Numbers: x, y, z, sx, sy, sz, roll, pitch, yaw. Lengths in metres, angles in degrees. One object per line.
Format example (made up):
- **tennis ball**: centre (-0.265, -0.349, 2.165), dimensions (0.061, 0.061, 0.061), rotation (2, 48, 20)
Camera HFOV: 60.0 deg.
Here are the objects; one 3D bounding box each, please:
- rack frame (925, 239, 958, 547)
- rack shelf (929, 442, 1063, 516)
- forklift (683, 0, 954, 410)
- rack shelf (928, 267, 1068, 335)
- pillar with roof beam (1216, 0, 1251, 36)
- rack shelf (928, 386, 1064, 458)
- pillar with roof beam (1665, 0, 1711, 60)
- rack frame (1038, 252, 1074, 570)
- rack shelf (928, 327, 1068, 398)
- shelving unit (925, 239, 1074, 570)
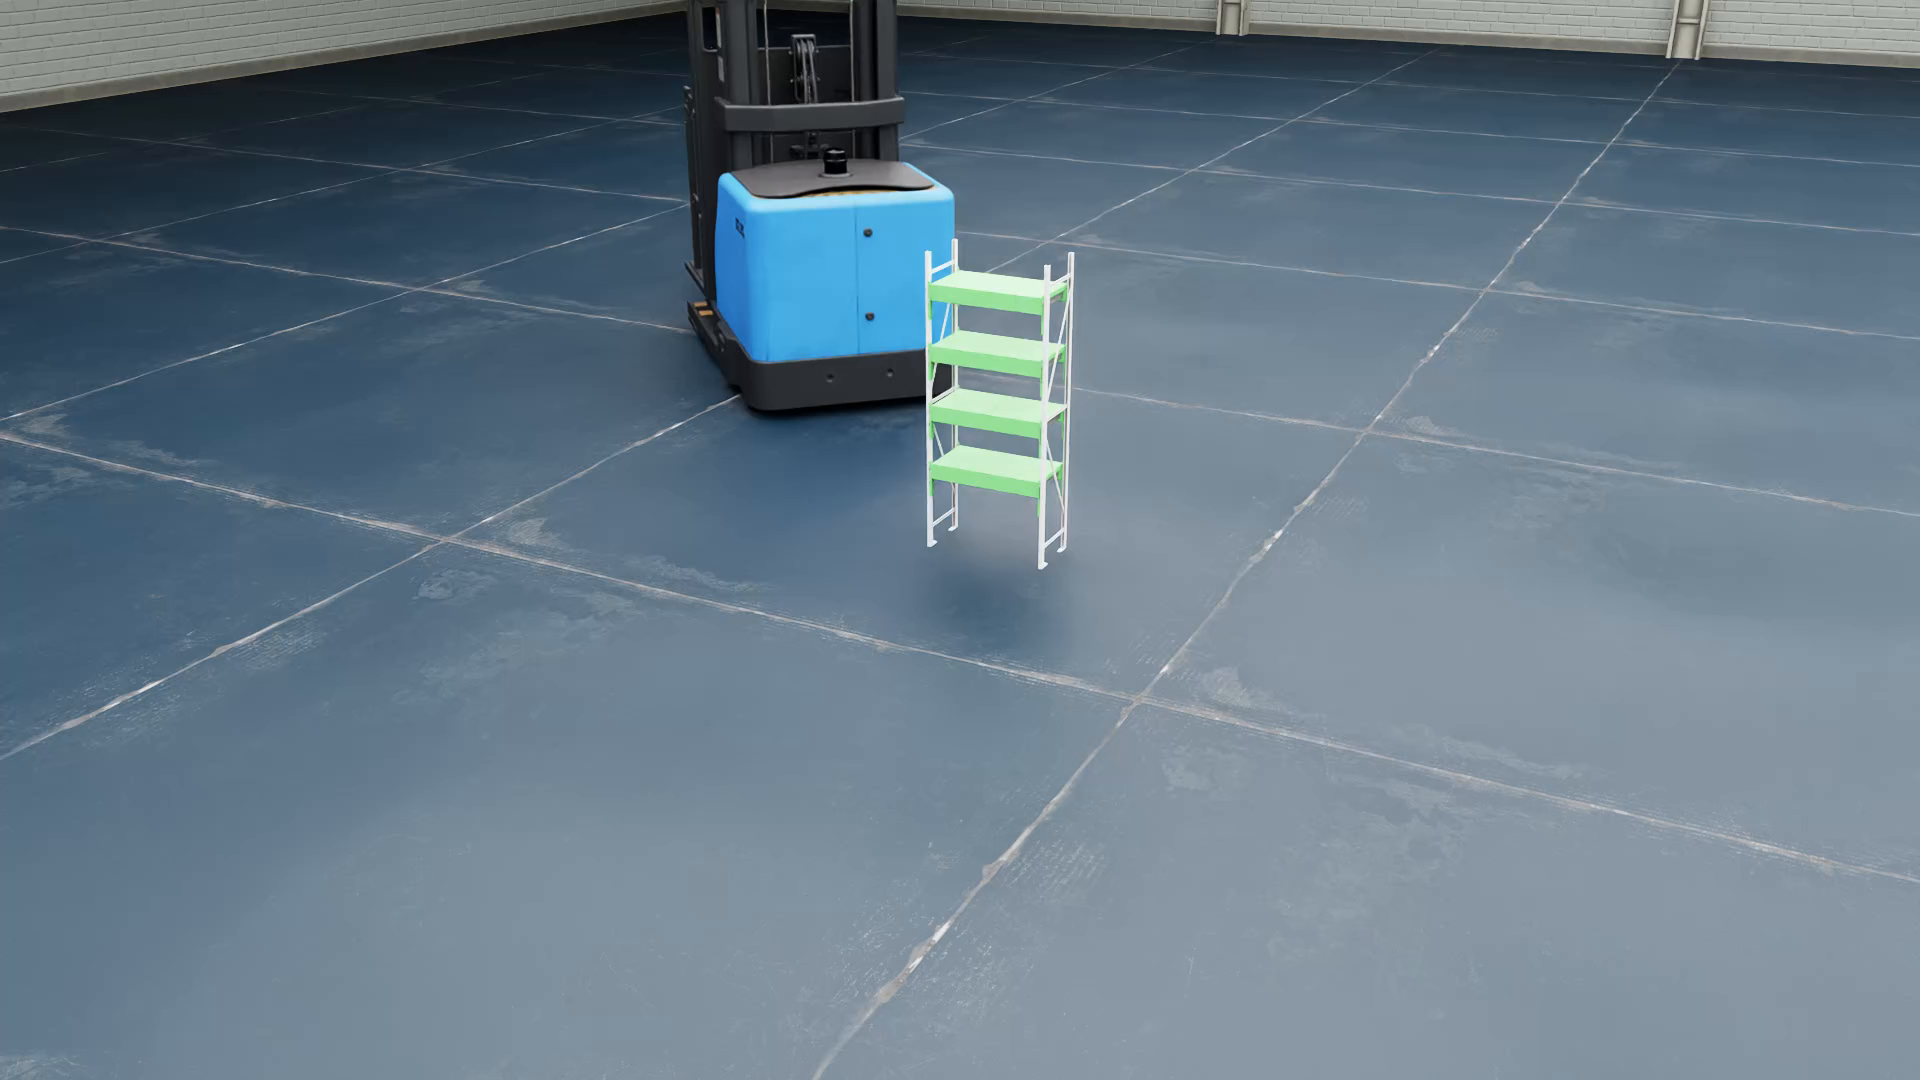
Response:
- **rack frame**: centre (-0.070, -0.566, 6.548), dimensions (0.015, 1.200, 0.240), rotation (11, 25, 25)
- **rack shelf**: centre (0.148, -0.243, 6.565), dimensions (0.480, 0.148, 0.258), rotation (11, 25, 25)
- **forklift**: centre (-0.938, -2.524, 8.941), dimensions (1.130, 2.935, 3.031), rotation (-7, 24, -16)
- **rack shelf**: centre (0.148, -0.906, 6.284), dimensions (0.480, 0.148, 0.258), rotation (11, 25, 25)
- **pillar with roof beam**: centre (1.949, -9.866, 18.451), dimensions (0.400, 9.000, 9.100), rotation (11, 25, 25)
- **rack shelf**: centre (0.148, -0.464, 6.471), dimensions (0.480, 0.148, 0.258), rotation (11, 25, 25)
- **pillar with roof beam**: centre (7.303, -8.807, 15.960), dimensions (0.400, 9.000, 9.100), rotation (11, 25, 25)
- **rack frame**: centre (0.365, -0.480, 6.345), dimensions (0.015, 1.200, 0.240), rotation (11, 25, 25)
- **rack shelf**: centre (0.148, -0.685, 6.378), dimensions (0.480, 0.148, 0.258), rotation (11, 25, 25)
- **shelving unit**: centre (0.148, -0.523, 6.446), dimensions (0.503, 1.200, 0.258), rotation (11, 25, 25)
